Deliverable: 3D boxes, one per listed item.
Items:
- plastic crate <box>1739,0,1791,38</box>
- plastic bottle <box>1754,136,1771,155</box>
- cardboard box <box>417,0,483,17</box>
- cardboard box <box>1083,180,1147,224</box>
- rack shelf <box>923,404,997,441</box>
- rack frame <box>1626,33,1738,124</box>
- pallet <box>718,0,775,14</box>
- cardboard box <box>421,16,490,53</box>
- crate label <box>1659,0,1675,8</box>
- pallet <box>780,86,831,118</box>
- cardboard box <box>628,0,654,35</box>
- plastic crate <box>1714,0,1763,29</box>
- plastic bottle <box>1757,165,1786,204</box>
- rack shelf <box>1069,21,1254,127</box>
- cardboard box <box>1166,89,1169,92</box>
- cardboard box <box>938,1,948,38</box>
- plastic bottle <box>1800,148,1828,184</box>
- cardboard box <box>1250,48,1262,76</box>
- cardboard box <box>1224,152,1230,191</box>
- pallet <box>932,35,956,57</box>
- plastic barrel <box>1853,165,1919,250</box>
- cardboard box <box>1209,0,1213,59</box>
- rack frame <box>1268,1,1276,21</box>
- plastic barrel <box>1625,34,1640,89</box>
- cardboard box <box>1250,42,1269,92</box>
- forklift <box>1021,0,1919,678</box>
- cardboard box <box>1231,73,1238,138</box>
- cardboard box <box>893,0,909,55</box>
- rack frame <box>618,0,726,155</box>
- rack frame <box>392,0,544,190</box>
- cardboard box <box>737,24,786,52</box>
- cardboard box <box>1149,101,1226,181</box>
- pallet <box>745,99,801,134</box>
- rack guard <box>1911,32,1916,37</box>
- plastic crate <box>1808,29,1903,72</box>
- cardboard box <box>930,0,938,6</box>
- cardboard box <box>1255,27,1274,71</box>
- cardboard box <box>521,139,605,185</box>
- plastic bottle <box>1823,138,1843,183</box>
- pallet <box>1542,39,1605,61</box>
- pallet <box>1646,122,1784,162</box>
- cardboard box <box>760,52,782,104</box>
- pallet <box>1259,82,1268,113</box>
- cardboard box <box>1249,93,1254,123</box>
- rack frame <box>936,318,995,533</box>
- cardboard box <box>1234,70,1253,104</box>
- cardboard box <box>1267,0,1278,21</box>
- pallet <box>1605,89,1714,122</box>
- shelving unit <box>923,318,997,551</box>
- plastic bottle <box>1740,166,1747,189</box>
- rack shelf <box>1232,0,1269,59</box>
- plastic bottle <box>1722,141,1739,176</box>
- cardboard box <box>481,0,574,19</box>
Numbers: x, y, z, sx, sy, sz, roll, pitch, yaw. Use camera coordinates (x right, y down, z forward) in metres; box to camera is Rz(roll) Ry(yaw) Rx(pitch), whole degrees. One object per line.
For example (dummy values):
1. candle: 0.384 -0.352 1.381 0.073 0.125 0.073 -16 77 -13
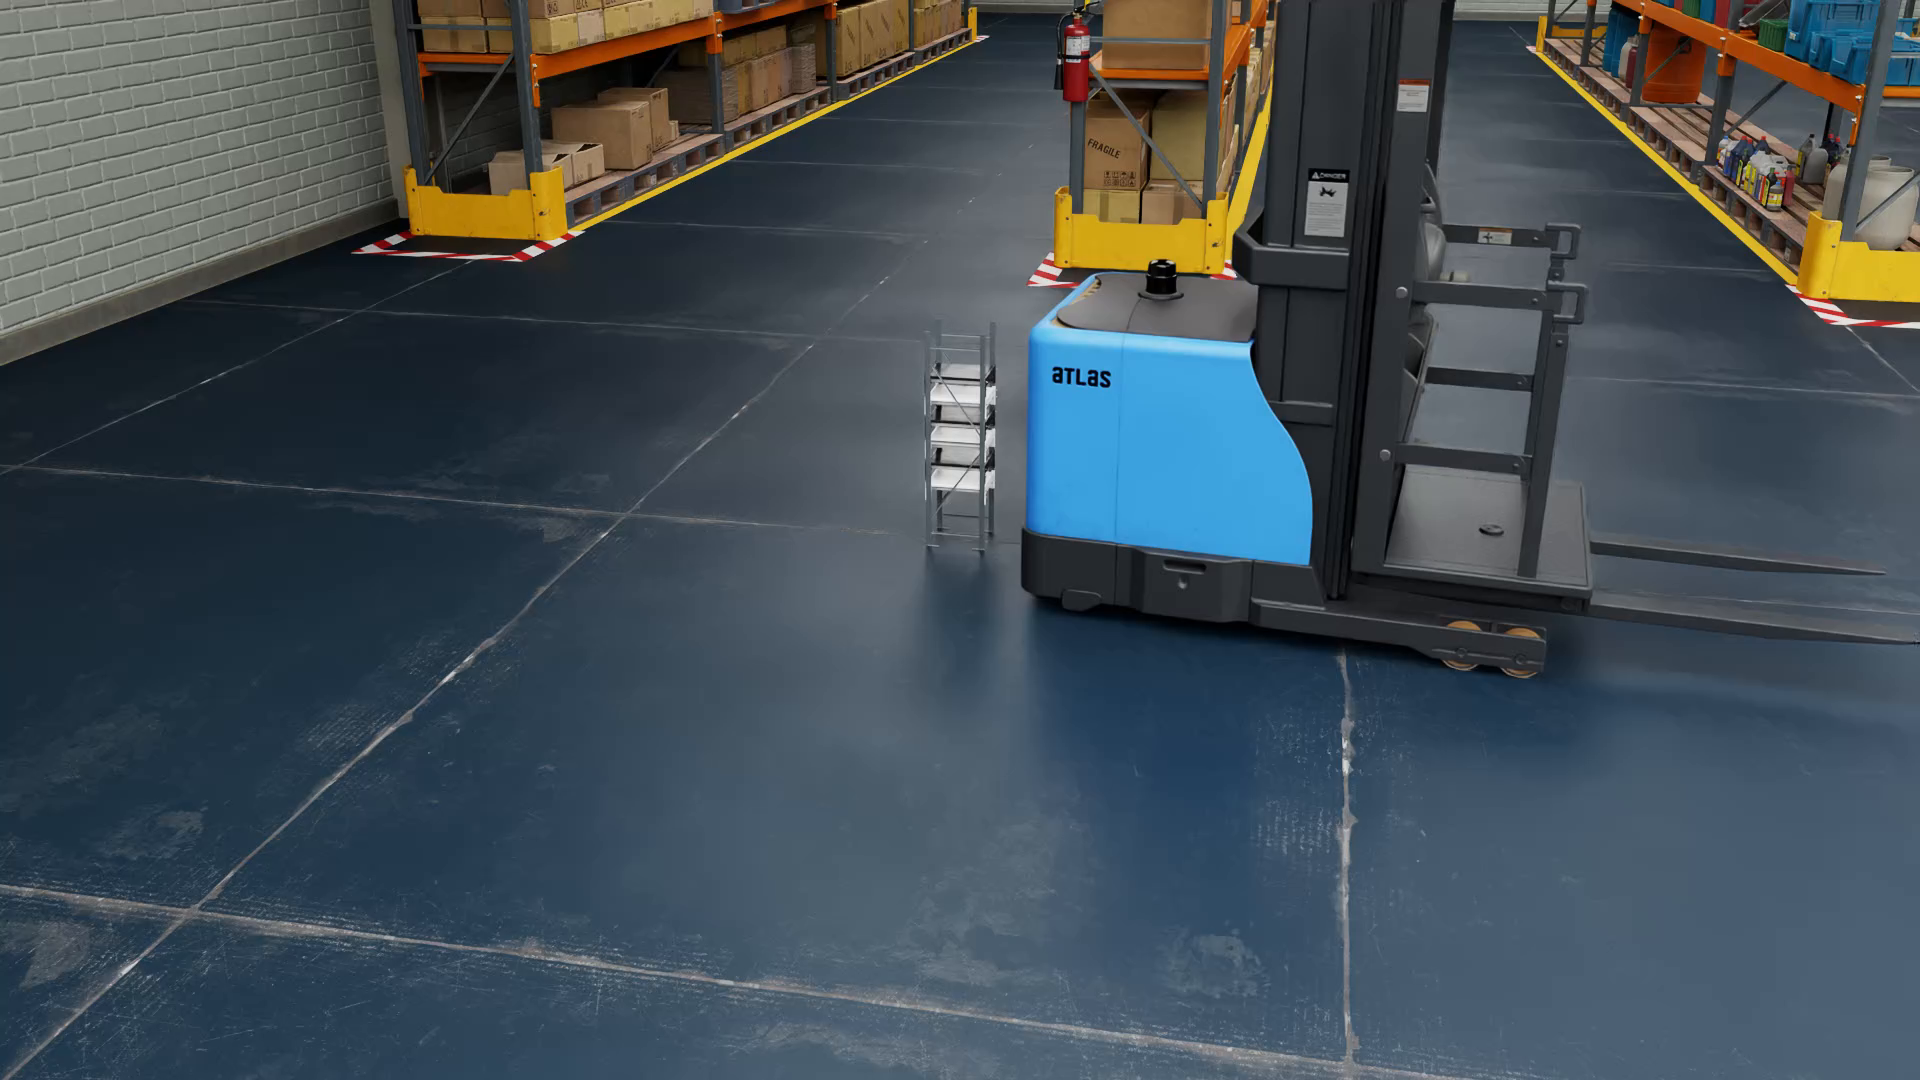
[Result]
1. plastic crate: 6.689 -4.193 13.332 0.767 0.338 0.504 4 22 11
2. plastic bottle: 6.490 -3.104 13.502 0.144 0.351 0.185 4 22 11
3. cardboard box: -3.706 -4.172 12.367 0.500 0.500 0.500 4 22 10
4. cardboard box: 1.076 -2.457 12.058 0.500 0.250 0.500 4 22 11
5. rack shelf: 0.002 -0.473 6.672 0.258 0.077 0.200 4 22 11
6. rack frame: 7.736 -5.866 17.404 1.000 3.000 0.127 4 22 11
7. pallet: -2.480 -5.338 16.349 1.003 0.211 1.213 4 22 11
8. cardboard box: -3.689 -3.821 12.500 0.500 0.250 0.500 5 22 12
9. crate label: 7.269 -5.540 16.546 0.502 0.435 0.616 4 22 11
10. pallet: -2.123 -5.042 19.091 1.003 0.211 1.213 4 22 11
11. cardboard box: -2.877 -4.351 13.816 0.500 0.250 0.500 5 22 11
12. plastic crate: 6.719 -4.633 14.257 0.402 0.464 0.583 4 22 11
13. plastic bottle: 6.128 -2.676 12.540 0.152 0.276 0.135 5 22 11
14. rack shelf: 1.664 -3.717 13.031 1.077 0.370 4.000 4 22 11
15. cardboard box: 1.467 -3.538 13.738 0.500 0.500 0.500 4 22 11
16. cardboard box: -0.579 -7.952 25.366 0.700 0.500 0.500 4 22 9
17. plastic bottle: 6.882 -3.018 13.390 0.152 0.276 0.135 4 22 11
18. cardboard box: 3.022 -5.214 18.153 0.500 0.311 0.500 5 22 12
19. cardboard box: 1.891 -2.966 13.322 0.500 0.250 0.500 4 22 11
20. pallet: -0.667 -7.510 25.219 1.003 0.211 1.213 4 22 11
21. plastic barrel: 6.164 -2.228 11.138 0.421 0.512 0.421 0 22 0
22. cardboard box: 1.466 -3.728 11.961 0.700 0.500 0.500 5 22 12
23. rack frame: 3.704 -7.708 21.977 1.000 3.000 0.127 4 22 11
24. plastic barrel: 8.050 -5.536 19.249 0.600 0.588 0.708 4 22 11
25. cardboard box: 3.261 -5.434 19.089 0.500 0.500 0.500 5 23 13
26. forklift: 1.804 -1.111 5.688 3.031 2.935 1.130 7 23 17
27. cardboard box: 2.078 -3.681 14.093 0.500 0.500 0.500 4 22 11
28. cardboard box: -1.151 -7.034 22.620 0.750 0.750 0.750 5 22 12
29. rack frame: -2.778 -5.158 15.647 1.000 3.000 0.127 4 22 11
30. rack frame: -3.595 -3.696 12.014 1.000 3.000 0.127 4 22 11
31. cardboard box: -2.236 -5.543 18.354 0.500 0.250 0.500 5 22 12
32. cardboard box: 1.683 -2.949 12.275 0.500 0.500 0.500 4 22 11
33. pallet: -2.374 -4.597 17.986 1.003 0.211 1.213 4 22 11
34. rack guard: 14.223 -7.264 24.220 1.175 0.500 0.348 4 22 11
35. plastic crate: 6.051 -3.314 11.267 0.499 0.251 0.408 4 22 11
36. cardboard box: -0.538 -7.988 24.589 0.380 0.149 0.250 4 22 9
37. cardboard box: 3.672 -6.187 20.957 0.500 0.500 0.500 5 22 12
38. cardboard box: -3.249 -3.107 13.563 0.500 0.311 0.500 6 23 15
39. plastic bottle: 7.032 -3.051 13.371 0.144 0.351 0.185 3 22 8
40. pallet: 9.163 -7.200 24.448 1.003 0.211 1.213 4 22 11
41. pallet: 7.289 -3.847 16.124 1.003 0.211 1.213 4 22 11
42. cardboard box: -2.351 -5.035 18.098 0.700 0.500 0.500 4 22 11
43. pallet: 3.077 -5.222 19.537 1.003 0.211 1.213 4 22 11
44. cardboard box: 2.710 -4.393 16.864 0.500 0.250 0.500 5 22 12
45. rack frame: 0.022 -0.458 6.785 0.240 0.900 0.006 4 22 11
46. cardboard box: 2.612 -4.466 16.295 0.500 0.311 0.500 4 22 9
47. cardboard box: 4.651 -7.998 25.454 0.500 0.500 0.500 4 22 11
48. pallet: 7.857 -4.864 18.649 1.003 0.211 1.213 4 22 11
49. shelving unit: 0.002 -0.420 6.693 0.258 0.900 0.210 4 22 11
50. plastic bottle: 6.230 -2.875 13.134 0.097 0.201 0.097 0 22 0
51. rack shelf: 2.480 -5.180 16.663 1.077 0.370 4.000 4 22 11
52. plastic bottle: 6.387 -3.140 13.693 0.152 0.276 0.135 5 23 13
53. cardboard box: -3.203 -4.135 12.275 0.500 0.500 0.500 4 22 11
